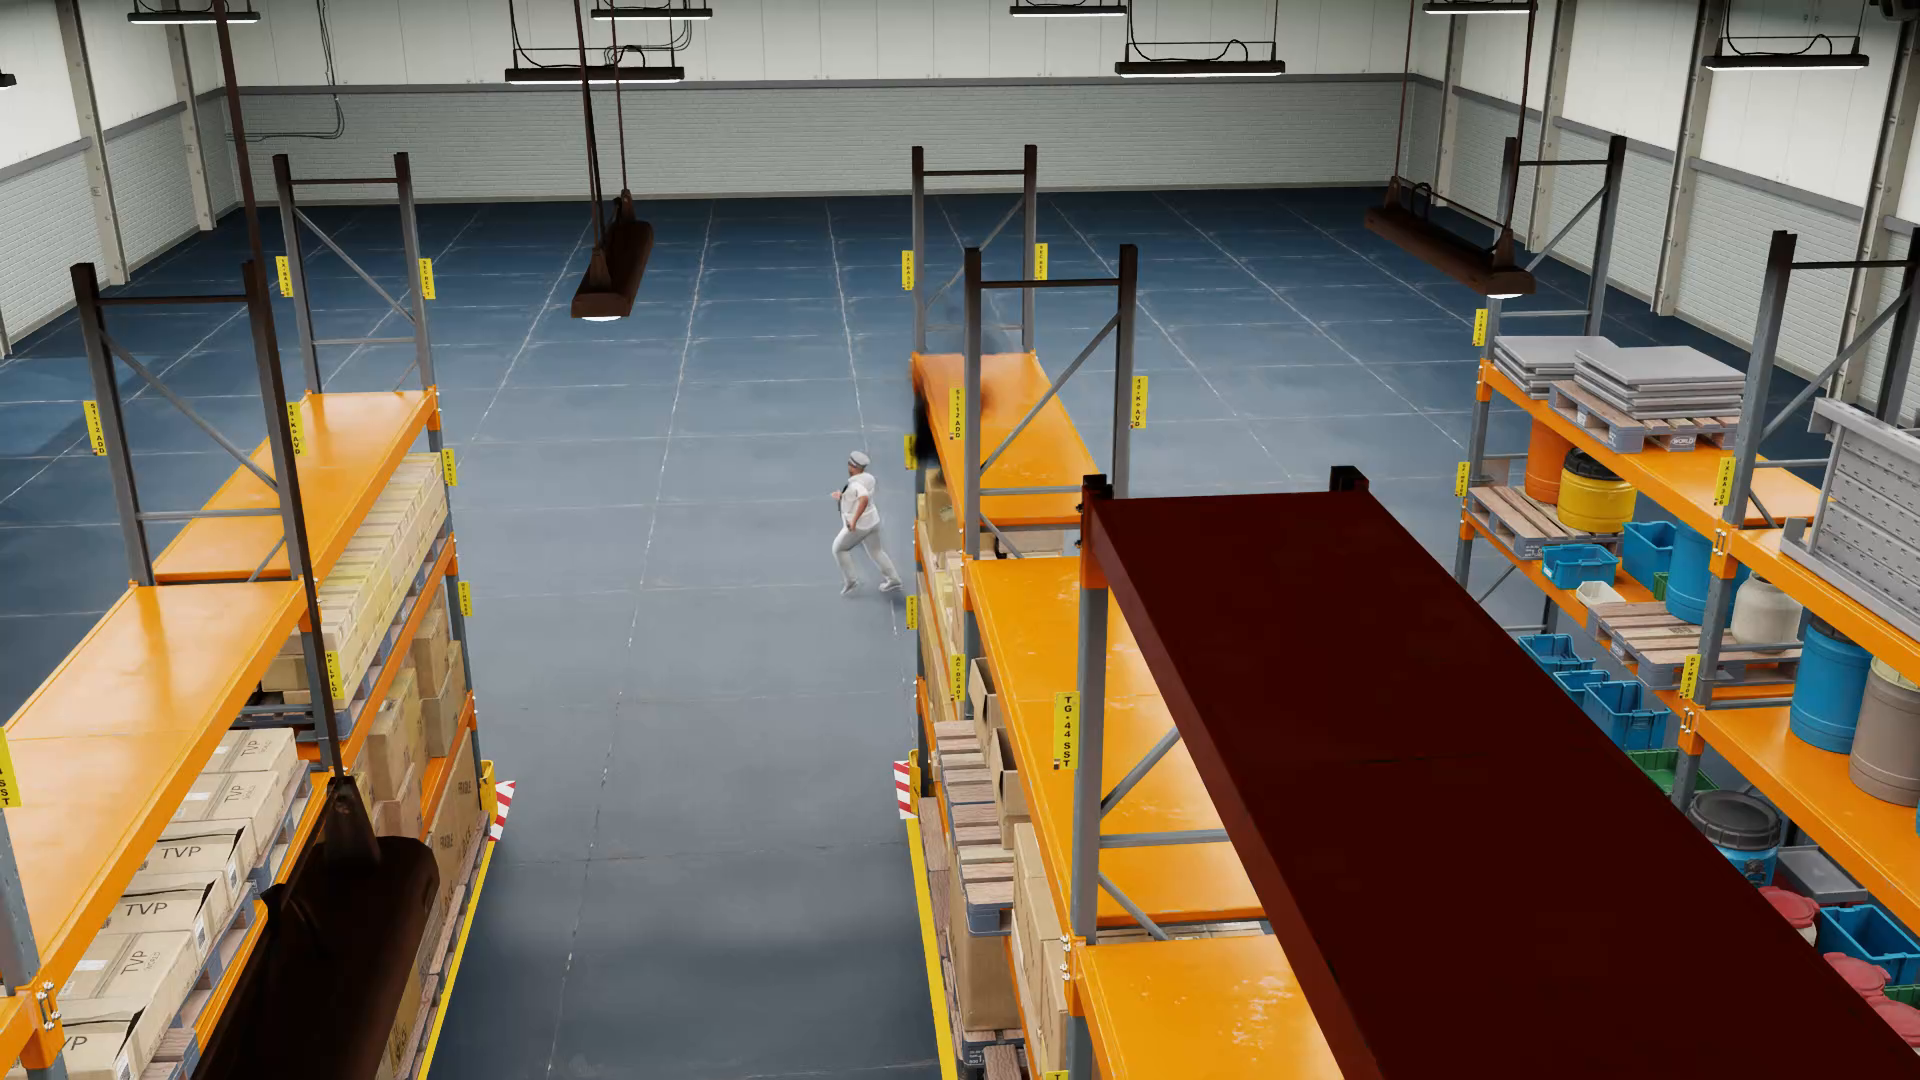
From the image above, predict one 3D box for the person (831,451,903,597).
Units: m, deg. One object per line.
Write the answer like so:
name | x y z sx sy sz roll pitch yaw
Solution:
person | -1.164 -0.148 19.644 0.895 1.828 0.673 11 24 26
